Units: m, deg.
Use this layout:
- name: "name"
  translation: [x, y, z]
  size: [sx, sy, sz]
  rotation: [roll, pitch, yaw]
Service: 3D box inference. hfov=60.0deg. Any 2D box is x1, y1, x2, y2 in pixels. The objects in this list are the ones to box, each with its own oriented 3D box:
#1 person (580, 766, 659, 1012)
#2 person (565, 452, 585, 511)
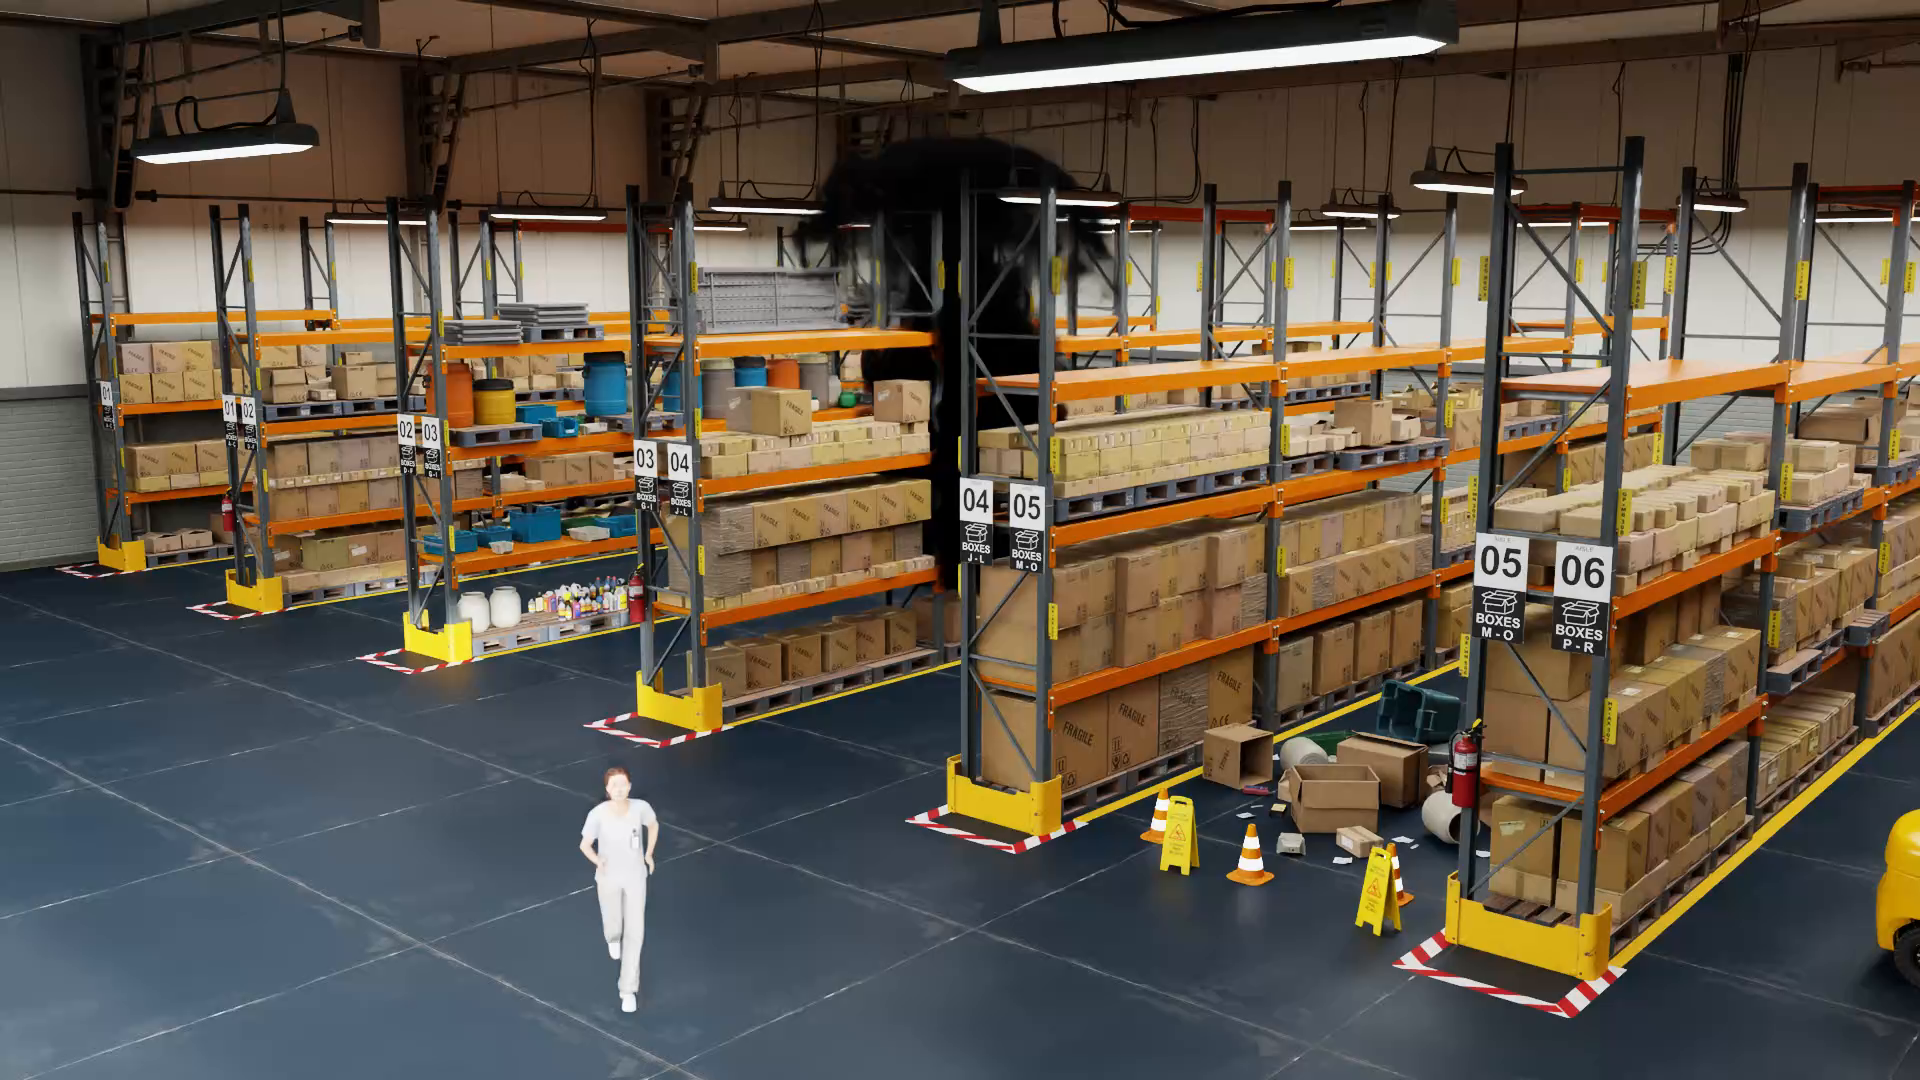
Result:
- name: "person"
  translation: [-2.405, 2.411, 11.836]
  size: [0.567, 1.660, 0.881]
  rotation: [-3, 10, -16]
- name: "person"
  translation: [-7.284, -0.877, 31.586]
  size: [0.537, 1.585, 0.893]
  rotation: [8, 12, 39]
